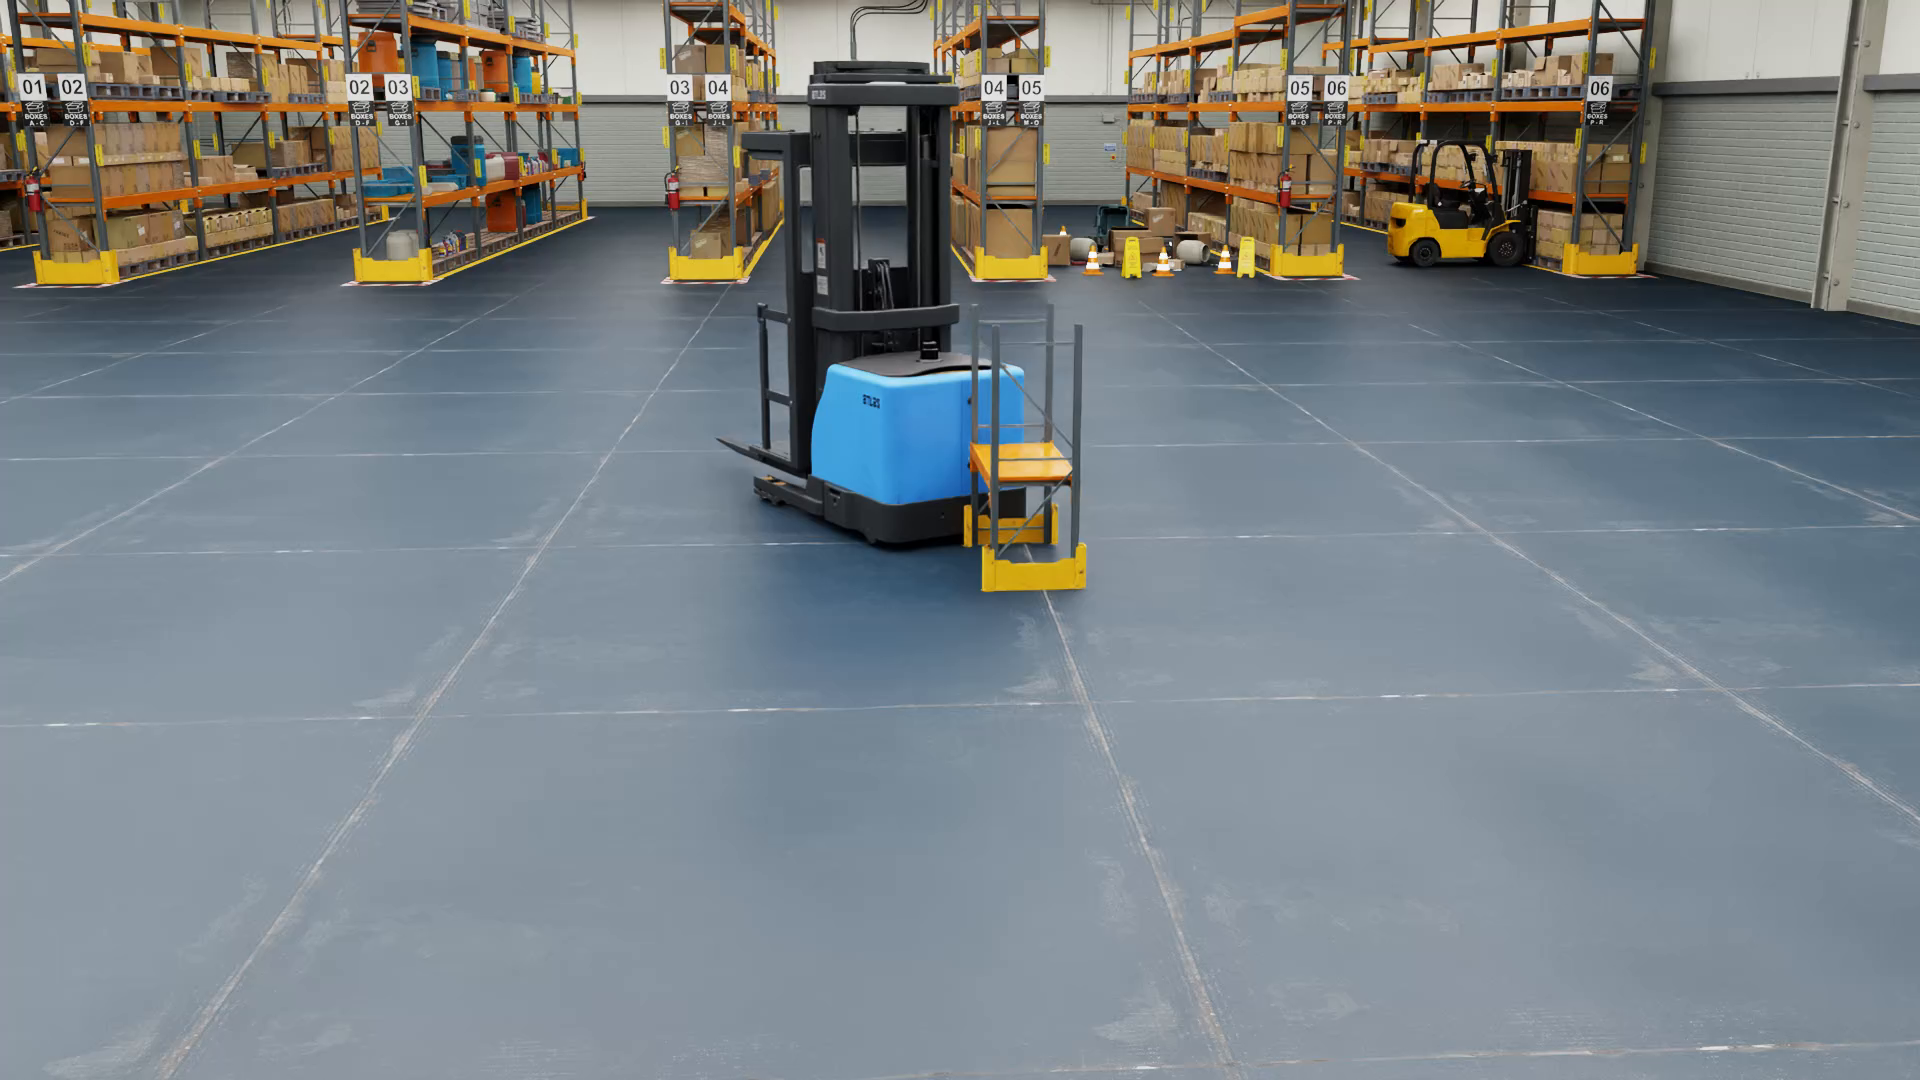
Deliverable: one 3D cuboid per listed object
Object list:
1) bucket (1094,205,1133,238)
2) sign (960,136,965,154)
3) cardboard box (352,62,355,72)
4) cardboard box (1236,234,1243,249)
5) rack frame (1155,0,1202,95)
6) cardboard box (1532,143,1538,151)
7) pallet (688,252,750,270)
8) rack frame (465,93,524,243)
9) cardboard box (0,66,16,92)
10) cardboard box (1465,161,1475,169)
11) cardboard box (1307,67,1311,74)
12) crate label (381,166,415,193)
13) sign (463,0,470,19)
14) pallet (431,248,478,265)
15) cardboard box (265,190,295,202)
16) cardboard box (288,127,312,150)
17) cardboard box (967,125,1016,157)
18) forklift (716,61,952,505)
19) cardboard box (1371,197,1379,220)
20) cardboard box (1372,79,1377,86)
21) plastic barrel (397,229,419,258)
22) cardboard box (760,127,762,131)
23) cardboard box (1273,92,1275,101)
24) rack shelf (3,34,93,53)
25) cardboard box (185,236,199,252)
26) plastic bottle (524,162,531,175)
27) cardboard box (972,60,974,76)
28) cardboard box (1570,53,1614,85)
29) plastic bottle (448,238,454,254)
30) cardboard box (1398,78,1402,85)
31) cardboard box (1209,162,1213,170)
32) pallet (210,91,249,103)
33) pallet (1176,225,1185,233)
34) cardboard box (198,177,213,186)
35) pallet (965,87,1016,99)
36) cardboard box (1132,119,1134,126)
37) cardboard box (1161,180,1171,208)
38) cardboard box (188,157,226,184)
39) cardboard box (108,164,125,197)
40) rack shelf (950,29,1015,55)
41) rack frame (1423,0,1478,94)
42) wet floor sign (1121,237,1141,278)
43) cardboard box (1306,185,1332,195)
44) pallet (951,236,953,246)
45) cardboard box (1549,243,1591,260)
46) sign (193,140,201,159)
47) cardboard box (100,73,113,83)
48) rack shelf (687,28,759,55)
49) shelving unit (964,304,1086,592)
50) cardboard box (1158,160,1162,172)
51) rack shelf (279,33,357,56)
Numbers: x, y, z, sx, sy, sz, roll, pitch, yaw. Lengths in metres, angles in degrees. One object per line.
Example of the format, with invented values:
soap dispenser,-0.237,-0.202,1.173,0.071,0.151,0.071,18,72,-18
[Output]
bucket,2.897,-5.901,30.961,0.726,0.611,0.620,4,5,16
sign,0.047,-7.260,30.559,0.100,0.325,0.005,-1,14,-3
cardboard box,-15.005,-11.262,40.049,0.700,0.500,0.500,-1,14,-3
cardboard box,5.334,-5.438,30.319,0.500,0.250,0.500,0,14,0
rack frame,5.027,-11.745,38.115,1.000,3.000,0.127,-1,14,-3
cardboard box,10.392,-6.970,29.495,0.380,0.149,0.250,-1,14,-3
pallet,-4.213,-4.876,29.054,1.003,0.211,1.213,-1,14,-3
rack frame,-9.560,-7.615,34.105,1.000,3.000,0.127,-1,14,-3
cardboard box,-19.535,-9.294,33.526,0.700,0.500,0.500,-2,15,-8
cardboard box,10.151,-7.343,32.344,0.500,0.250,0.500,-1,14,-5
cardboard box,5.920,-7.726,27.420,0.380,0.149,0.250,-1,14,-4
crate label,-9.448,-6.097,28.130,0.502,0.435,0.616,-1,14,-3
sign,-8.762,-9.431,29.539,0.100,0.325,0.005,-1,14,-3
pallet,-9.312,-5.103,29.934,1.003,0.211,1.213,-1,14,-3
cardboard box,-14.903,-7.528,36.392,0.500,0.250,0.500,-1,14,-3
cardboard box,-15.042,-9.189,38.014,0.500,0.500,0.500,-1,14,-3
cardboard box,0.576,-7.252,30.224,0.875,0.550,0.550,-1,14,-3
forklift,-0.777,-1.711,11.296,1.121,2.935,3.031,-9,17,-31
cardboard box,9.829,-7.654,38.428,0.500,0.500,0.500,-1,14,-4
cardboard box,9.622,-10.434,37.904,0.380,0.149,0.250,-1,14,-4
plastic barrel,-9.212,-4.912,27.746,0.421,0.512,0.421,0,14,0
cardboard box,-4.786,-8.891,36.850,0.797,0.503,0.637,-1,14,-3
cardboard box,5.438,-7.399,27.747,0.380,0.149,0.250,0,14,-2
rack shelf,-19.572,-10.323,34.836,1.077,0.370,4.000,-1,14,-3
cardboard box,-14.009,-5.305,29.800,0.500,0.250,0.500,-1,14,-3
plastic bottle,-9.350,-8.013,35.898,0.152,0.276,0.135,-1,14,-3
cardboard box,0.466,-7.896,27.837,0.500,0.250,0.500,-1,14,-4
cardboard box,10.453,-7.792,27.527,0.500,0.500,0.500,0,14,-2
plastic bottle,-8.906,-5.134,29.052,0.097,0.271,0.097,0,14,0
cardboard box,9.831,-10.043,36.425,0.380,0.149,0.250,-1,14,-3
cardboard box,5.161,-7.440,33.085,0.380,0.149,0.250,0,14,-2
pallet,-14.301,-8.456,31.730,1.003,0.211,1.213,0,14,-1
pallet,5.301,-6.692,36.111,1.003,0.211,1.213,-1,14,-3
cardboard box,-9.342,-7.349,30.063,9.833,1.899,1.938,-1,14,-3
pallet,0.628,-7.955,29.581,1.003,0.211,1.213,-1,14,-3
cardboard box,4.513,-10.458,41.645,0.380,0.149,0.250,0,14,-2
cardboard box,5.145,-7.861,38.481,0.875,0.875,0.875,0,14,-2
cardboard box,-14.351,-7.040,31.669,0.500,0.500,0.500,-1,14,-3
cardboard box,-14.062,-5.846,27.025,0.700,0.500,0.500,-1,14,-2
rack shelf,0.464,-9.609,32.061,1.077,0.370,4.000,-1,14,-3
rack frame,10.228,-10.828,34.551,1.000,3.000,0.127,-1,14,-3
wet floor sign,2.814,-4.637,27.253,0.267,0.644,0.232,-3,15,-13
cardboard box,5.956,-5.821,27.636,0.380,0.149,0.250,-1,14,-3
pallet,0.314,-6.196,34.183,1.003,0.211,1.213,-1,14,-3
cardboard box,10.380,-4.917,28.291,0.500,0.250,0.500,-1,14,-3
sign,-13.702,-7.012,29.862,0.100,0.325,0.005,-1,14,-3
cardboard box,-13.905,-7.448,26.814,0.380,0.149,0.250,-1,14,-3
rack shelf,-4.493,-9.558,31.861,1.077,0.370,4.000,-1,14,-3
shelving unit,0.368,-0.573,9.742,0.587,1.500,1.083,-1,14,-6
cardboard box,4.824,-8.525,37.940,0.500,0.250,0.500,-1,14,-5
rack shelf,-14.876,-11.587,38.953,1.077,0.370,4.000,-1,14,-3
